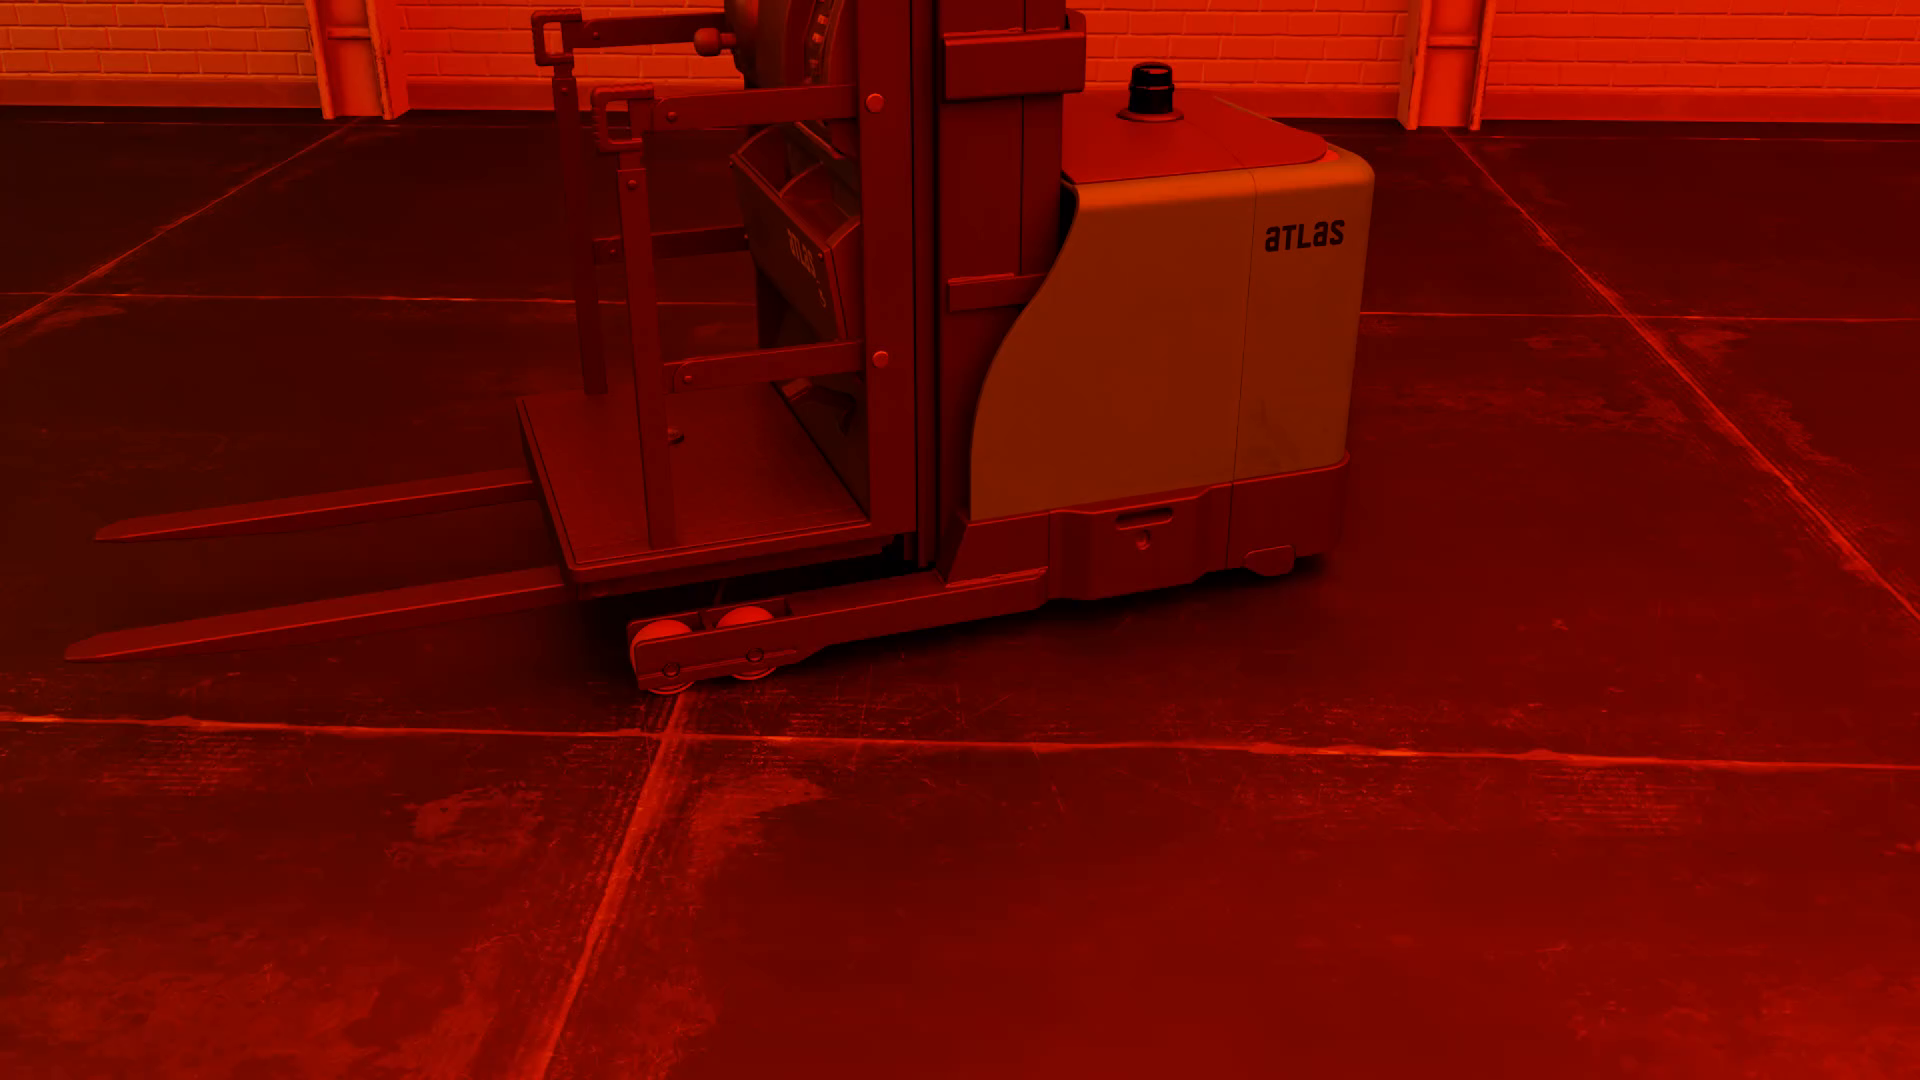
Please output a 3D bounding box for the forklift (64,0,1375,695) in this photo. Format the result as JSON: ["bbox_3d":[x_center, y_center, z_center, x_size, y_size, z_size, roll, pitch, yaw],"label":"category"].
[{"bbox_3d":[-0.573,-1.224,3.691,3.031,2.935,1.130,-9,28,-17],"label":"forklift"}]
